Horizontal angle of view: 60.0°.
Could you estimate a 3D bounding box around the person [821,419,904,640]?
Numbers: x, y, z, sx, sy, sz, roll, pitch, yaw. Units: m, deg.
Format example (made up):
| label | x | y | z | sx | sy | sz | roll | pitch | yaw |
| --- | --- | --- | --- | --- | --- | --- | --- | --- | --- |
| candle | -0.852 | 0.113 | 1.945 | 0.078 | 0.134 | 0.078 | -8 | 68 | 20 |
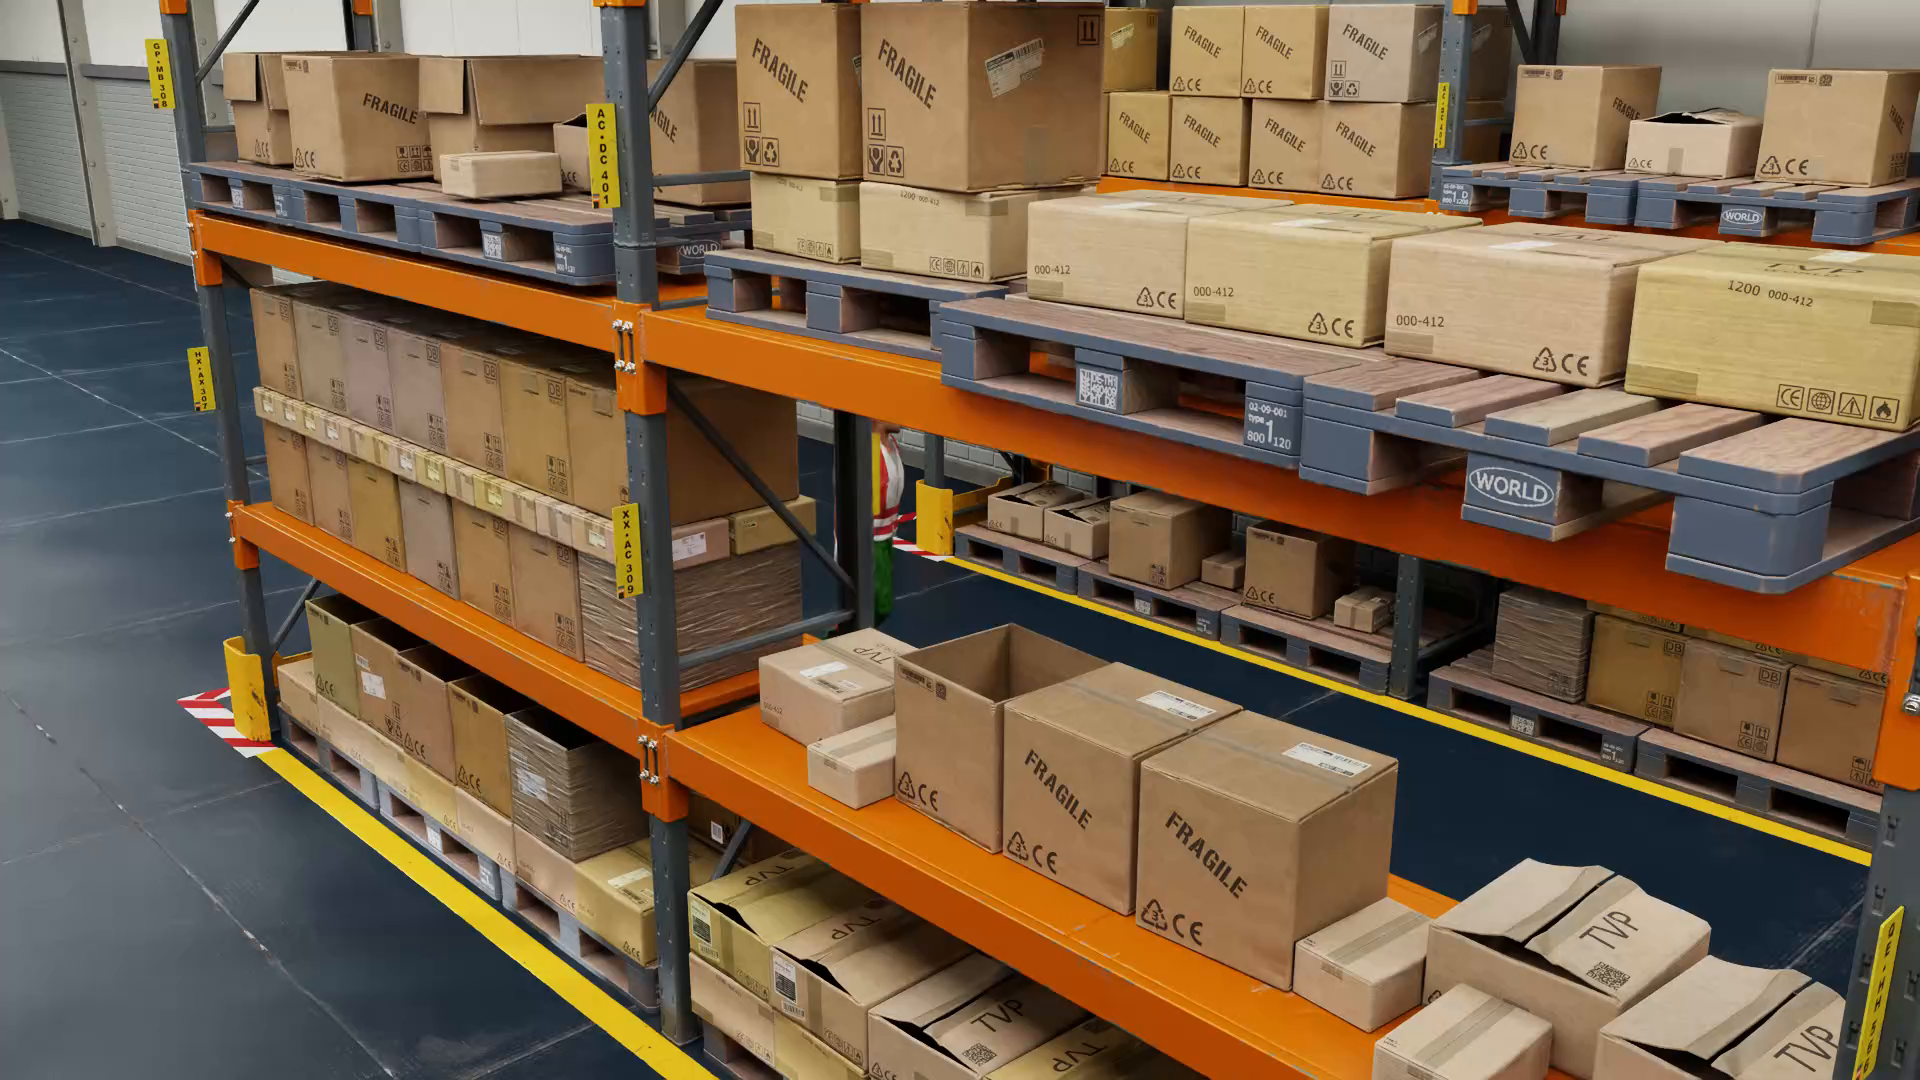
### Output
| label | x | y | z | sx | sy | sz | roll | pitch | yaw |
| --- | --- | --- | --- | --- | --- | --- | --- | --- | --- |
| person | -0.556 | -0.014 | 9.525 | 0.546 | 1.779 | 0.588 | 5 | 18 | 14 |
